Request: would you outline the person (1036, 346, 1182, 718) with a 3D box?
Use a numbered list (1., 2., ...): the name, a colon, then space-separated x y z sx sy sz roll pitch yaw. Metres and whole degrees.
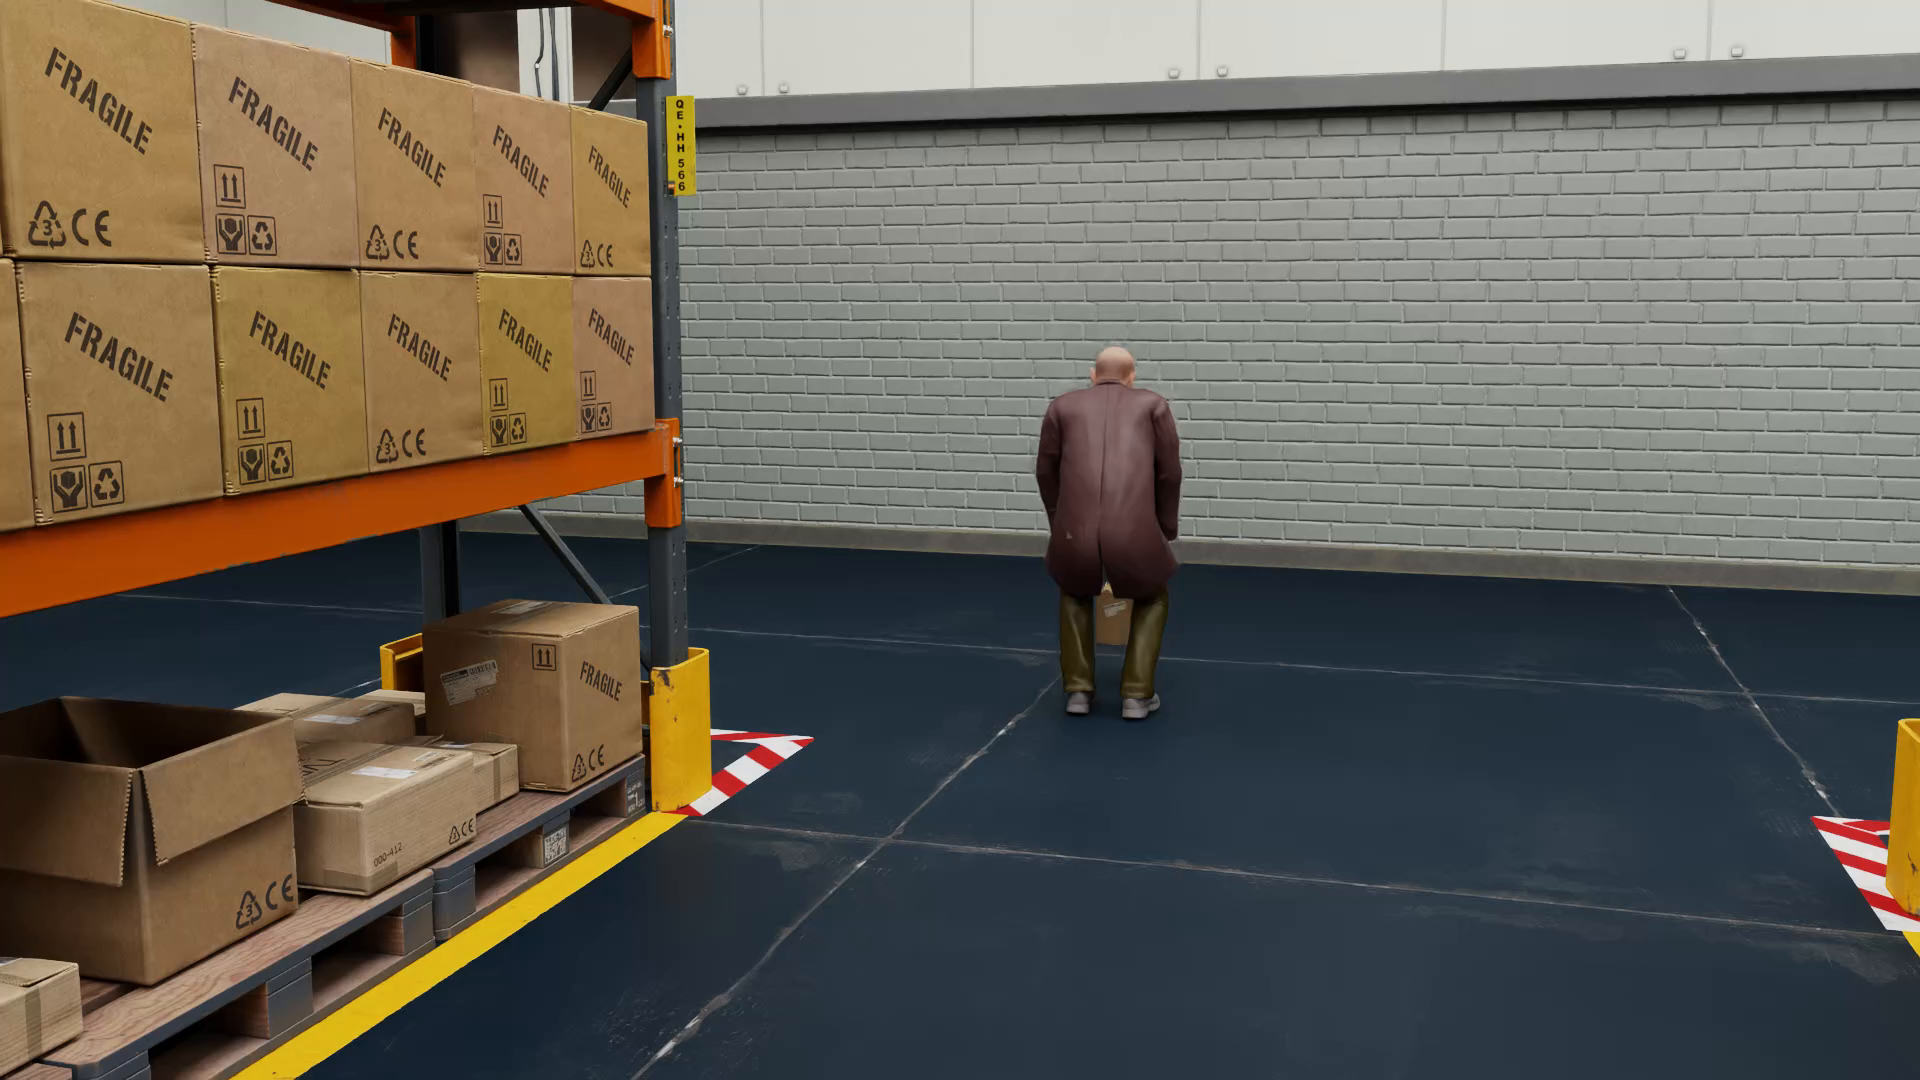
1. person: 0.611 0.032 7.023 0.628 1.397 0.635 2 9 17
